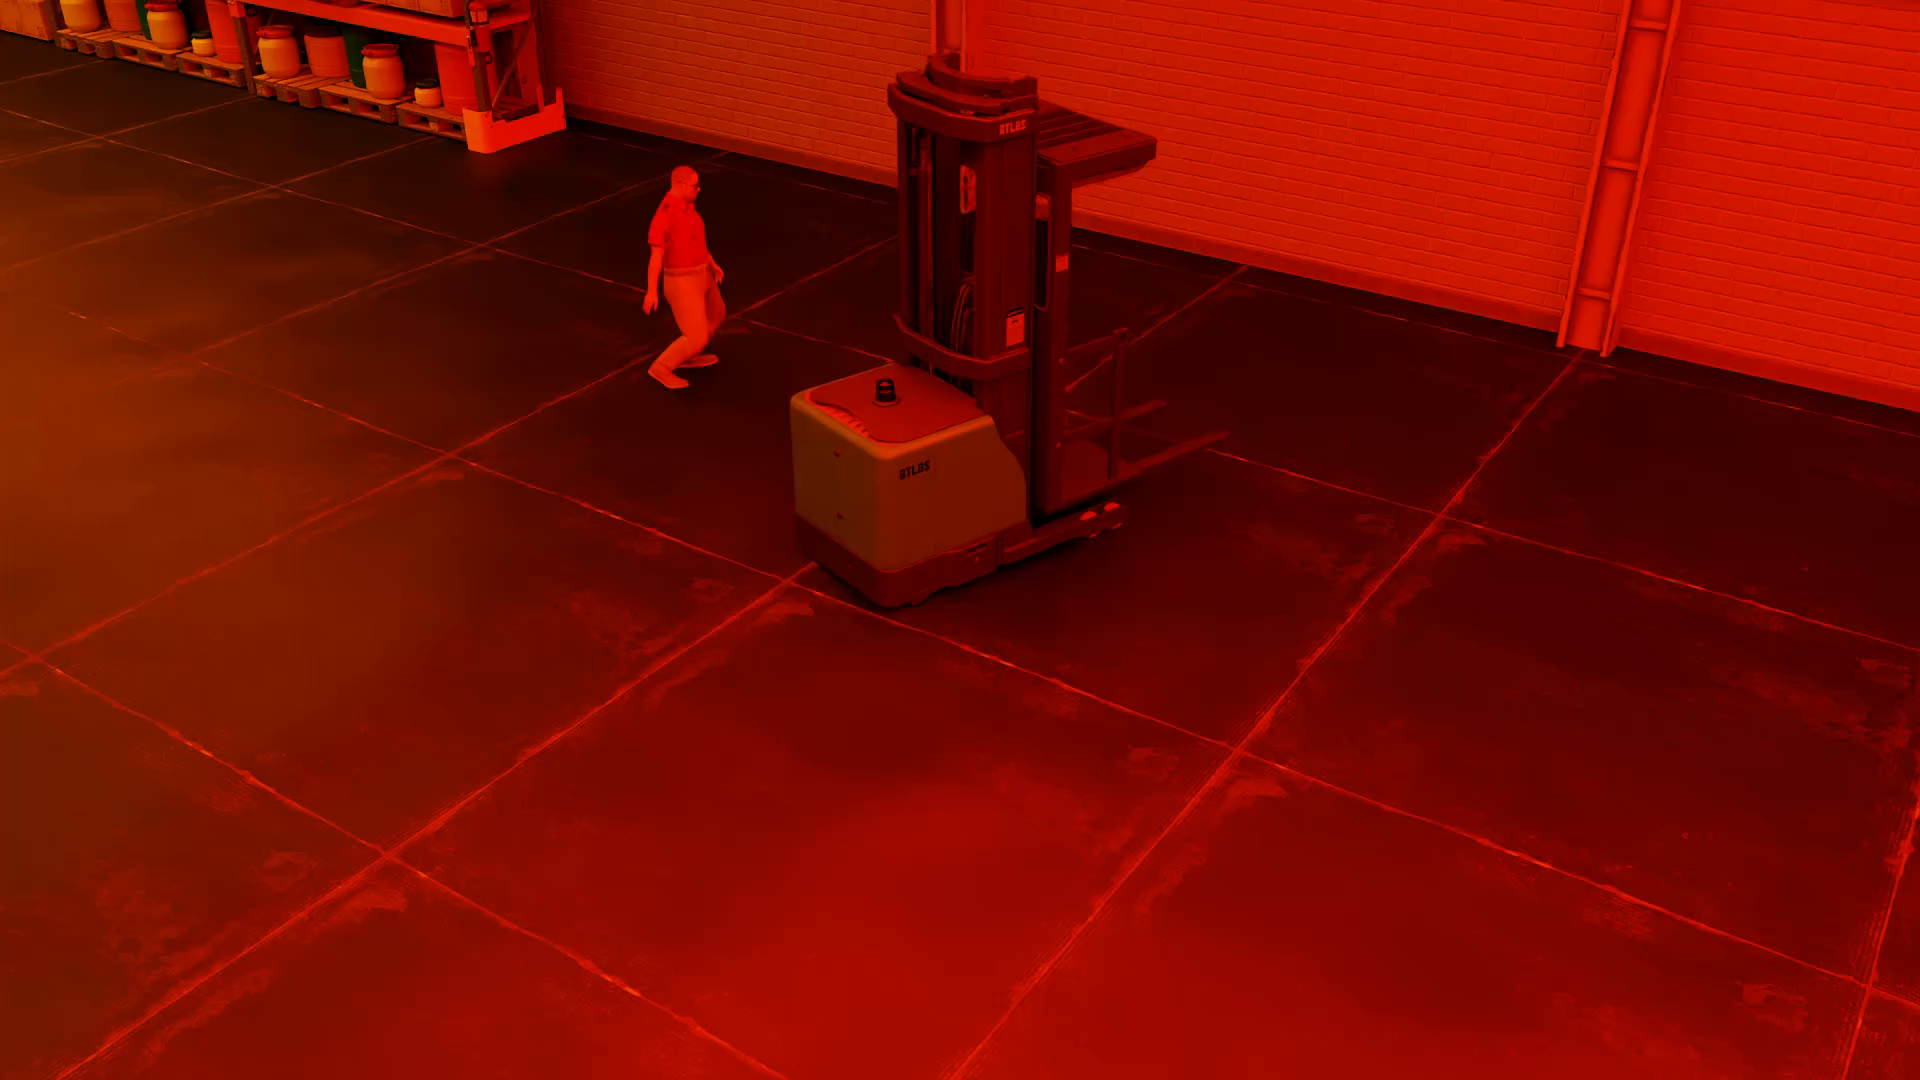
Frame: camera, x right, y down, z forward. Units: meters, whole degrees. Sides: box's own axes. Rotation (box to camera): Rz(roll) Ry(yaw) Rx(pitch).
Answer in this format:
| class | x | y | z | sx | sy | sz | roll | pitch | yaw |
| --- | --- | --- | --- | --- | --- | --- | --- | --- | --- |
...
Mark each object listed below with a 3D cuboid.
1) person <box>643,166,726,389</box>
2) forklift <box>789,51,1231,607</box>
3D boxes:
| class | x | y | z | sx | sy | sz | roll | pitch | yaw |
| --- | --- | --- | --- | --- | --- | --- | --- | --- | --- |
| person | -2.013 | -1.898 | 12.149 | 0.505 | 1.645 | 0.913 | 9 | 31 | 15 |
| forklift | 0.446 | -1.467 | 10.108 | 3.031 | 2.935 | 1.130 | -21 | 36 | -32 |
